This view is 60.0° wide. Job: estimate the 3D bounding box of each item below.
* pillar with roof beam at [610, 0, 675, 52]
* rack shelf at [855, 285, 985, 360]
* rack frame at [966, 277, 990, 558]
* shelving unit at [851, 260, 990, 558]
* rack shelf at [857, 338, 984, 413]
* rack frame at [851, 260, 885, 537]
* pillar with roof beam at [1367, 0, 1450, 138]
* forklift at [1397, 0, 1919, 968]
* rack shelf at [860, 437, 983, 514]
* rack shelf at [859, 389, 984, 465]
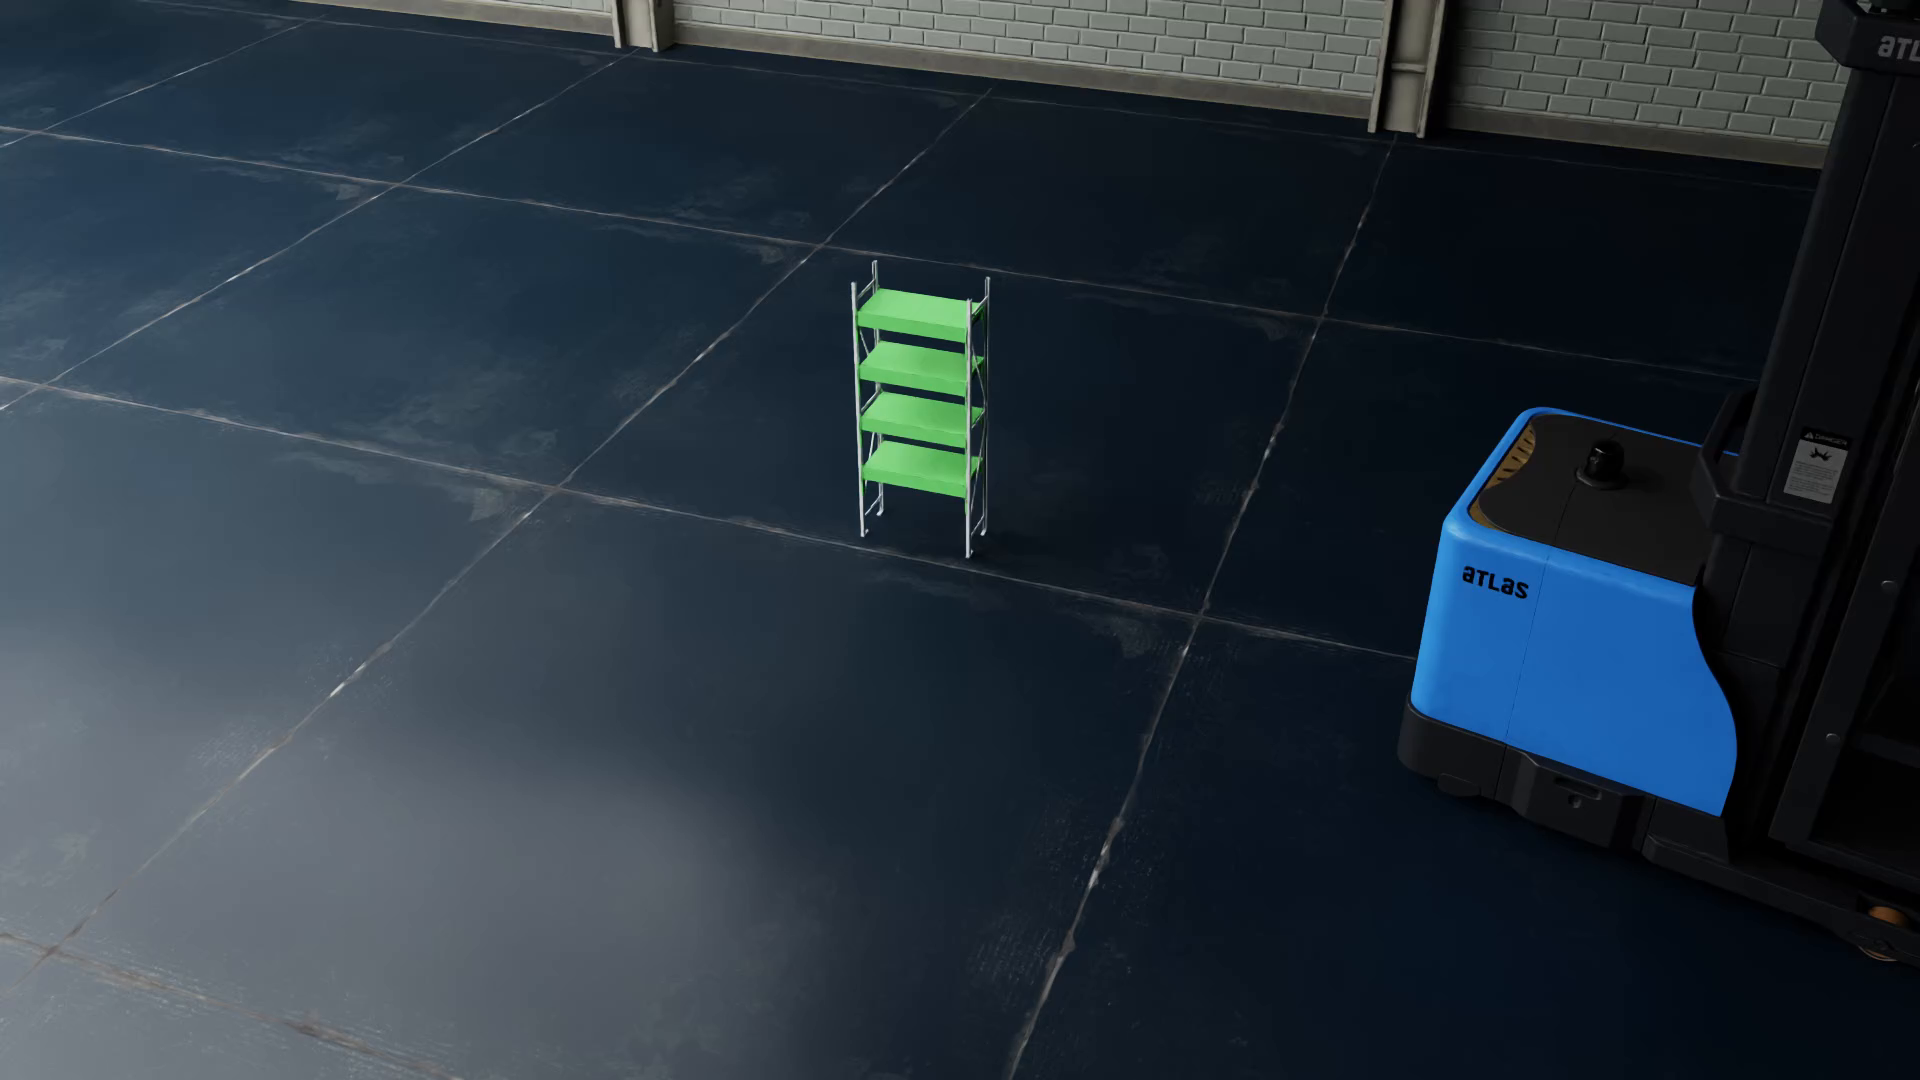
[{"bbox_3d":[-3.996,-5.595,7.619,0.400,9.000,9.100,11,34,16],"label":"pillar with roof beam"},{"bbox_3d":[-0.156,-0.884,6.746,0.480,0.148,0.258,11,34,16],"label":"rack shelf"},{"bbox_3d":[0.074,-0.490,6.902,0.015,1.200,0.240,11,34,16],"label":"rack frame"},{"bbox_3d":[-0.156,-0.534,6.971,0.503,1.200,0.258,11,34,16],"label":"shelving unit"},{"bbox_3d":[-0.156,-0.682,6.876,0.480,0.148,0.258,11,34,16],"label":"rack shelf"},{"bbox_3d":[-0.386,-0.579,7.041,0.015,1.200,0.240,11,34,16],"label":"rack frame"},{"bbox_3d":[1.653,-4.497,5.918,0.400,9.000,9.100,11,34,16],"label":"pillar with roof beam"},{"bbox_3d":[3.081,-0.189,4.841,3.031,2.935,1.130,19,37,26],"label":"forklift"},{"bbox_3d":[-0.156,-0.279,7.136,0.480,0.148,0.258,11,34,16],"label":"rack shelf"},{"bbox_3d":[-0.156,-0.481,7.006,0.480,0.148,0.258,11,34,16],"label":"rack shelf"}]
